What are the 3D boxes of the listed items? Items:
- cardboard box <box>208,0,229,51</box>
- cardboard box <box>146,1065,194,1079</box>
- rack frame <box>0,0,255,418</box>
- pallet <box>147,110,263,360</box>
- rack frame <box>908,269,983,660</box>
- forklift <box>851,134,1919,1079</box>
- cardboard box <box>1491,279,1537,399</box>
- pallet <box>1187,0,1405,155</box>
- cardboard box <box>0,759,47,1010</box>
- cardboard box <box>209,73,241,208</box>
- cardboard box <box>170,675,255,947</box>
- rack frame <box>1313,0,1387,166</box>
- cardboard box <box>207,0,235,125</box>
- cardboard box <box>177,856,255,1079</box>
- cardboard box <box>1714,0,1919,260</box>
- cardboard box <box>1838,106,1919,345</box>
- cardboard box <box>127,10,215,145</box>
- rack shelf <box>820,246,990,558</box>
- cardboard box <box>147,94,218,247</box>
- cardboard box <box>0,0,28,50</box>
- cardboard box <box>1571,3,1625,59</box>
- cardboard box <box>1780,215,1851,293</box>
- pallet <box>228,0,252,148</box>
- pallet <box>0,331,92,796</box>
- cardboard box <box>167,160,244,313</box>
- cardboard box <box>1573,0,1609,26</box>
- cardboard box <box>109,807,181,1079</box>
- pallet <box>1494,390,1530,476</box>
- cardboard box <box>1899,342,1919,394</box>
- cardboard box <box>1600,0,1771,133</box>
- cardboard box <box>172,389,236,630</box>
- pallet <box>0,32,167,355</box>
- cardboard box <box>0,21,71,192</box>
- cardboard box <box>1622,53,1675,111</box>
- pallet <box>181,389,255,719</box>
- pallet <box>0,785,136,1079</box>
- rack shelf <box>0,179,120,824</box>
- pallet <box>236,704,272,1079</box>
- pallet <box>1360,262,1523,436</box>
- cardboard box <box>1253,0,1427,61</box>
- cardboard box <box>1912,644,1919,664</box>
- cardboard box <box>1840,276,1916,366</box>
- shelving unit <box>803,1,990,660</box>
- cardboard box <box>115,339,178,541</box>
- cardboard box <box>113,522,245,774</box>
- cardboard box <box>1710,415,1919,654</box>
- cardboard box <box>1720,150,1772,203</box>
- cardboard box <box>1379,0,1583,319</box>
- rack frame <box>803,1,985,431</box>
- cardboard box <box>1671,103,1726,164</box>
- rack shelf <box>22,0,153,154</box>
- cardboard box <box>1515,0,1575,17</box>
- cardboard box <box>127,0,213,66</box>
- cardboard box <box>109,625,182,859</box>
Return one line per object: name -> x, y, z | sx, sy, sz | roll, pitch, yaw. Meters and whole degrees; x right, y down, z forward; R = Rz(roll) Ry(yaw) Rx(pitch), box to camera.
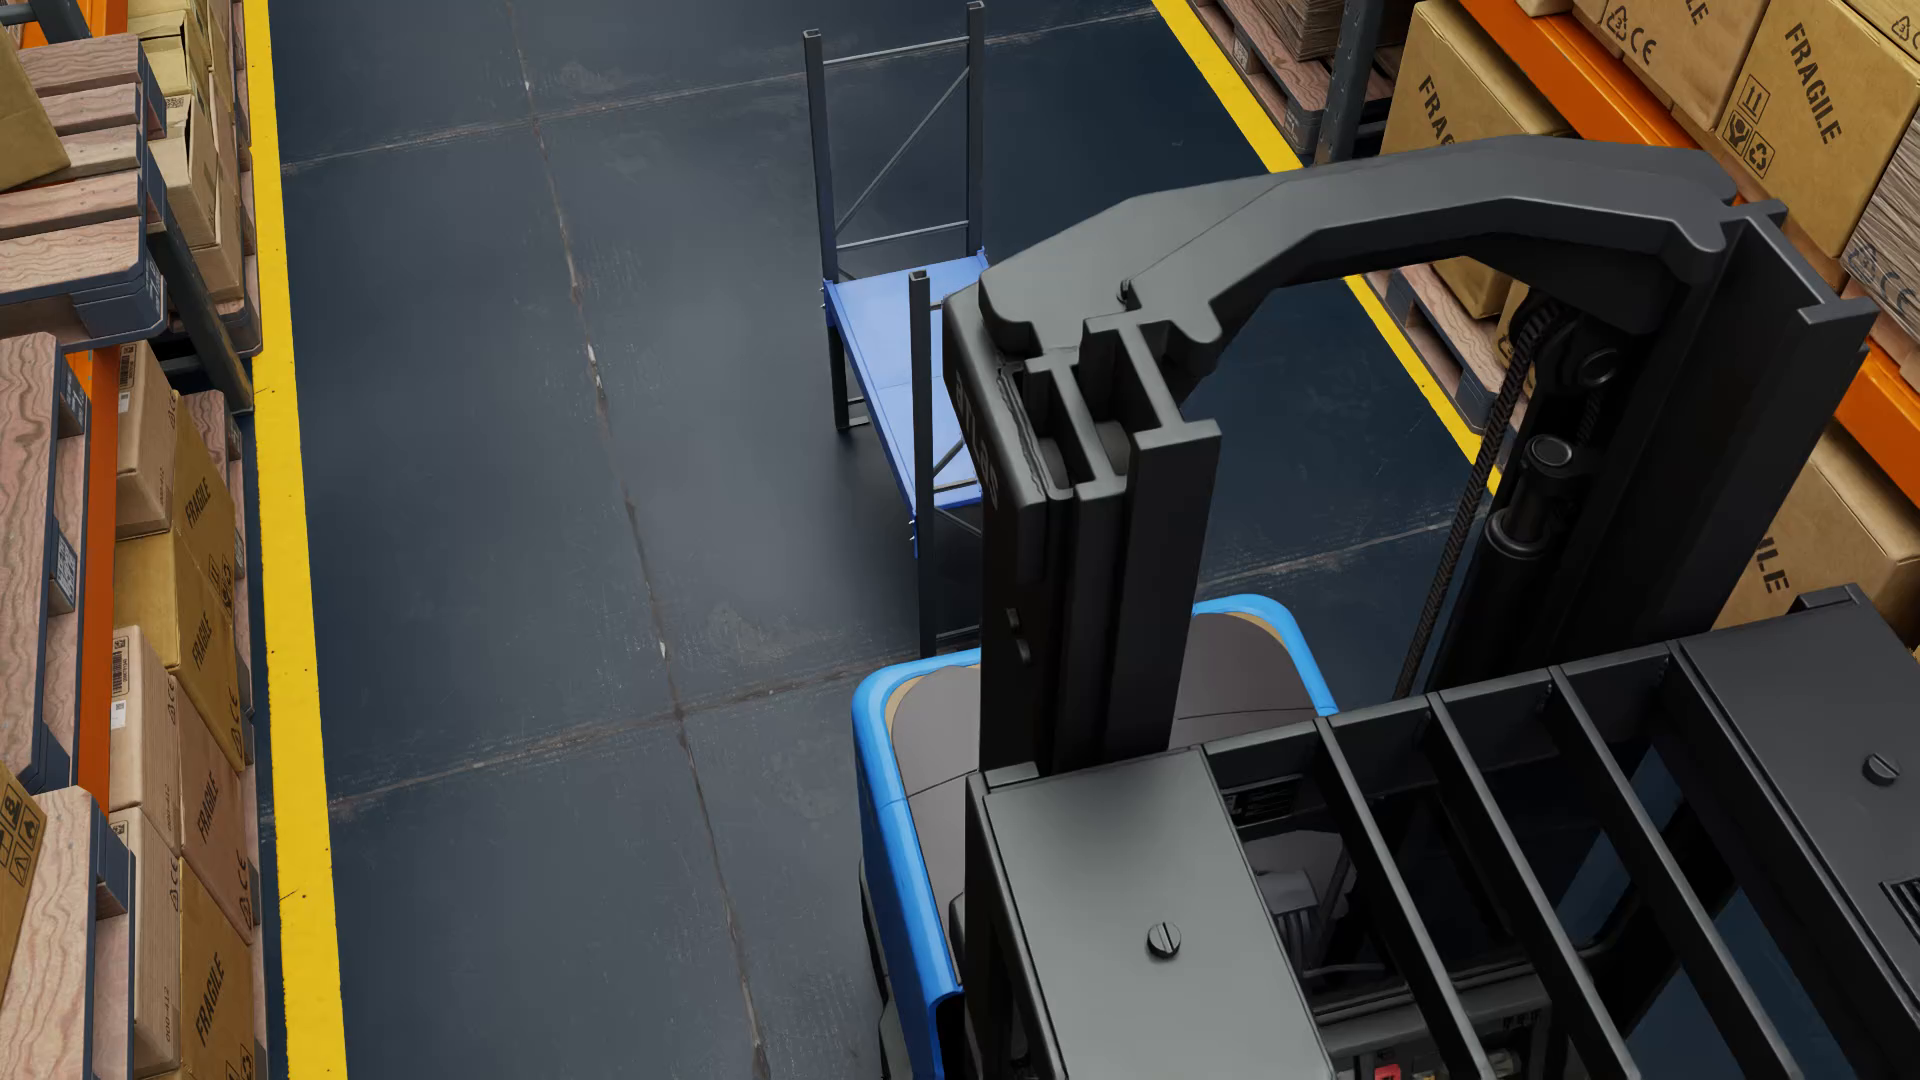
cardboard box -> -3.211, -2.145, 6.621 | 0.500, 0.250, 0.500 | -12, 51, -10
cardboard box -> -1.772, 1.462, 3.403 | 0.500, 0.500, 0.500 | -13, 51, -10
rack frame -> -2.877, -1.328, 4.407 | 1.000, 3.000, 0.127 | -13, 51, -11
pallet -> -3.083, -1.039, 5.988 | 1.003, 0.211, 1.213 | -13, 51, -11
rack frame -> 0.125, -0.174, 4.416 | 0.500, 1.500, 0.032 | -13, 51, -11
forklift -> 0.606, 1.039, 2.457 | 1.130, 2.935, 3.031 | -11, 51, -9
cardboard box -> 2.199, -0.685, 4.997 | 0.750, 0.750, 0.750 | -14, 51, -11
pallet -> 1.625, -2.123, 6.901 | 1.003, 0.211, 1.213 | -13, 51, -11
cardboard box -> -1.884, 0.542, 2.491 | 0.700, 0.500, 0.500 | -6, 50, -5
cardboard box -> -2.900, -1.393, 5.986 | 0.500, 0.250, 0.500 | -15, 51, -12
cardboard box -> -2.062, 0.726, 4.023 | 0.500, 0.500, 0.500 | -15, 52, -12
rack frame -> 1.854, -2.450, 5.354 | 1.000, 3.000, 0.127 | -13, 51, -11
cardboard box -> -3.060, -1.771, 6.305 | 0.500, 0.250, 0.500 | -15, 51, -12
cardboard box -> -1.913, 1.096, 3.712 | 0.500, 0.500, 0.500 | -13, 51, -11
cardboard box -> 2.207, -1.046, 3.897 | 0.500, 0.500, 0.500 | -12, 51, -10
cardboard box -> 2.359, -0.683, 3.591 | 0.500, 0.500, 0.500 | -13, 51, -11
cardboard box -> -2.914, -1.588, 5.784 | 0.500, 0.311, 0.500 | -14, 51, -12
rack shelf -> -0.025, -0.430, 4.867 | 0.538, 0.185, 1.000 | -13, 51, -11
cardboard box -> -2.751, -1.206, 5.462 | 0.500, 0.311, 0.500 | -12, 51, -10
cardboard box -> -2.942, -1.574, 4.674 | 0.500, 0.311, 0.500 | -10, 51, -9
cardboard box -> 1.987, -1.528, 4.728 | 0.380, 0.149, 0.250 | -14, 51, -11
cardboard box -> 2.265, -0.772, 4.090 | 0.380, 0.149, 0.250 | -12, 51, -10
pallet -> -3.440, -1.928, 6.738 | 1.003, 0.211, 1.213 | -13, 51, -11
pallet -> -2.297, 0.154, 3.284 | 1.003, 0.211, 1.213 | -13, 51, -11
cardboard box -> -2.751, -1.026, 5.676 | 0.500, 0.250, 0.500 | -13, 51, -11
cardboard box -> 1.900, -1.788, 4.522 | 0.500, 0.500, 0.500 | -12, 51, -10
cardboard box -> -1.900, 0.877, 3.405 | 0.500, 0.250, 0.500 | -13, 51, -11
pallet -> 2.373, -0.069, 5.170 | 1.003, 0.211, 1.213 | -13, 51, -11
cardboard box -> 2.393, -0.389, 3.767 | 0.380, 0.149, 0.250 | -13, 51, -11
cardboard box -> 2.045, -1.425, 4.216 | 0.500, 0.500, 0.500 | -14, 51, -11
cardboard box -> -2.376, -0.034, 4.664 | 0.500, 0.500, 0.500 | -12, 51, -10
pallet -> -2.609, -0.787, 4.077 | 1.213, 0.211, 1.003 | -13, 51, -11
cardboard box -> -2.583, -1.061, 3.842 | 0.700, 0.500, 0.500 | -30, 56, -23
cardboard box -> 2.072, -1.340, 4.569 | 0.380, 0.149, 0.250 | -12, 51, -10
pallet -> -2.692, 0.125, 5.007 | 1.003, 0.211, 1.213 | -13, 51, -11
pallet -> -1.826, 1.047, 2.531 | 1.003, 0.211, 1.213 | -13, 51, -11
rack shelf -> -2.285, 0.365, 3.451 | 1.077, 0.370, 4.000 | -13, 51, -11
pallet -> -2.335, 1.015, 4.257 | 1.003, 0.211, 1.213 | -13, 51, -11
pallet -> 2.016, -0.959, 5.920 | 1.003, 0.211, 1.213 | -13, 51, -11
cardboard box -> 1.592, -2.301, 6.575 | 0.700, 0.500, 0.500 | -13, 51, -10
cardboard box -> 2.721, 0.583, 3.928 | 0.750, 0.750, 0.750 | -13, 51, -11
cardboard box -> 2.333, -0.575, 3.924 | 0.380, 0.149, 0.250 | -15, 51, -12
shelving unit -> -0.025, -0.546, 4.729 | 0.538, 1.500, 1.048 | -13, 51, -11
cardboard box -> -2.355, -0.235, 4.343 | 0.500, 0.250, 0.500 | -12, 51, -10
cardboard box -> -2.223, 0.344, 4.345 | 0.500, 0.500, 0.500 | -15, 51, -12
cardboard box -> 2.455, -0.065, 4.474 | 0.750, 0.750, 0.750 | -12, 51, -10
cardboard box -> 2.194, -0.965, 4.253 | 0.380, 0.149, 0.250 | -13, 51, -11
cardboard box -> 1.947, -1.326, 5.537 | 0.750, 0.750, 0.750 | -14, 51, -11
rack frame -> -0.176, -0.917, 5.042 | 0.500, 1.500, 0.032 | -13, 51, -11
cardboard box -> 2.138, -1.150, 4.408 | 0.380, 0.149, 0.250 | -13, 51, -10
rack shelf -> -3.468, -2.556, 5.914 | 1.077, 0.370, 4.000 | -13, 51, -11
cardboard box -> 1.794, -1.684, 4.859 | 0.380, 0.149, 0.250 | -12, 51, -10
cardboard box -> -3.063, -1.961, 6.098 | 0.500, 0.311, 0.500 | -15, 51, -12
cardboard box -> -2.049, 0.511, 3.714 | 0.500, 0.250, 0.500 | -14, 51, -12
